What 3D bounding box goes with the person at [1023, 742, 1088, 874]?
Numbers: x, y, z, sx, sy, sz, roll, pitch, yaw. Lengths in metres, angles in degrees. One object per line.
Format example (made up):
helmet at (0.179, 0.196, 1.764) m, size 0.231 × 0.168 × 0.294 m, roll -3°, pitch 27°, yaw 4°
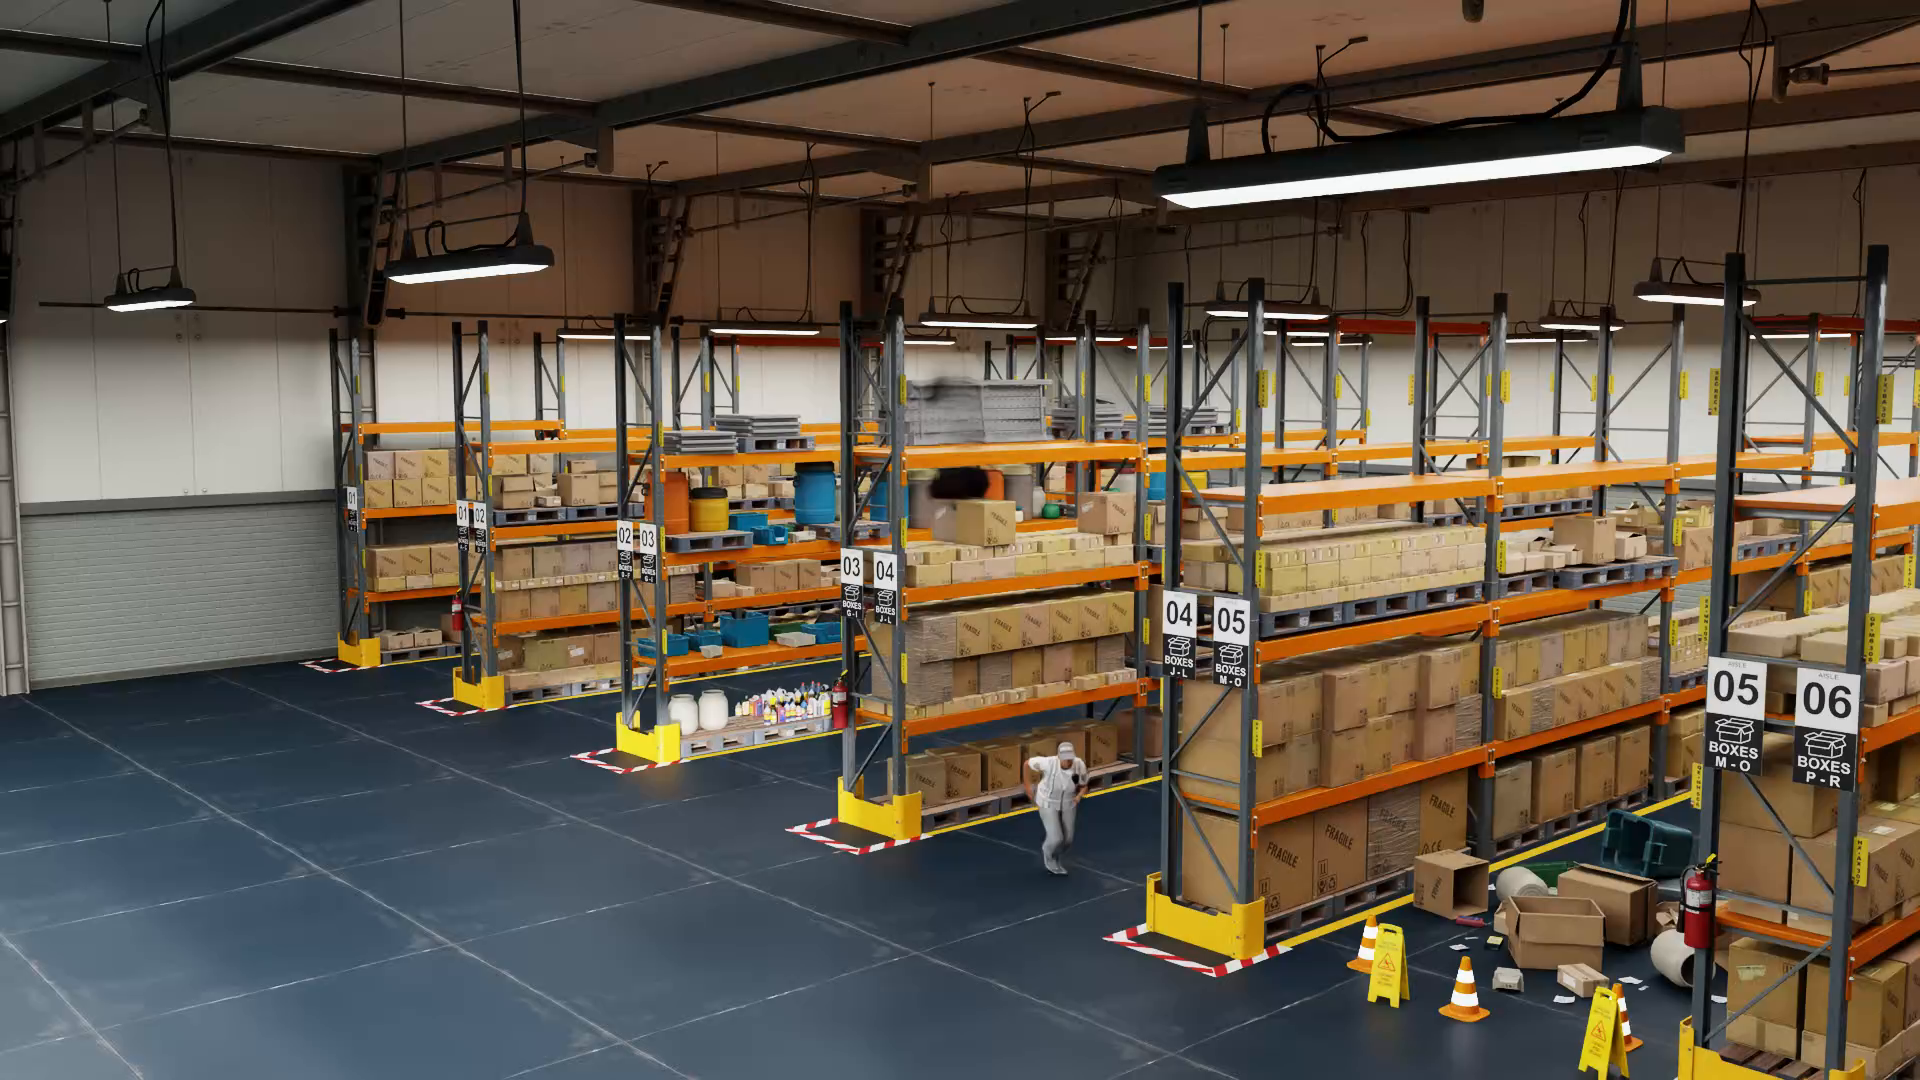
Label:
person at (0.972, 2.748, 16.984) m, size 0.637 × 1.497 × 0.854 m, roll -1°, pitch 6°, yaw -12°
